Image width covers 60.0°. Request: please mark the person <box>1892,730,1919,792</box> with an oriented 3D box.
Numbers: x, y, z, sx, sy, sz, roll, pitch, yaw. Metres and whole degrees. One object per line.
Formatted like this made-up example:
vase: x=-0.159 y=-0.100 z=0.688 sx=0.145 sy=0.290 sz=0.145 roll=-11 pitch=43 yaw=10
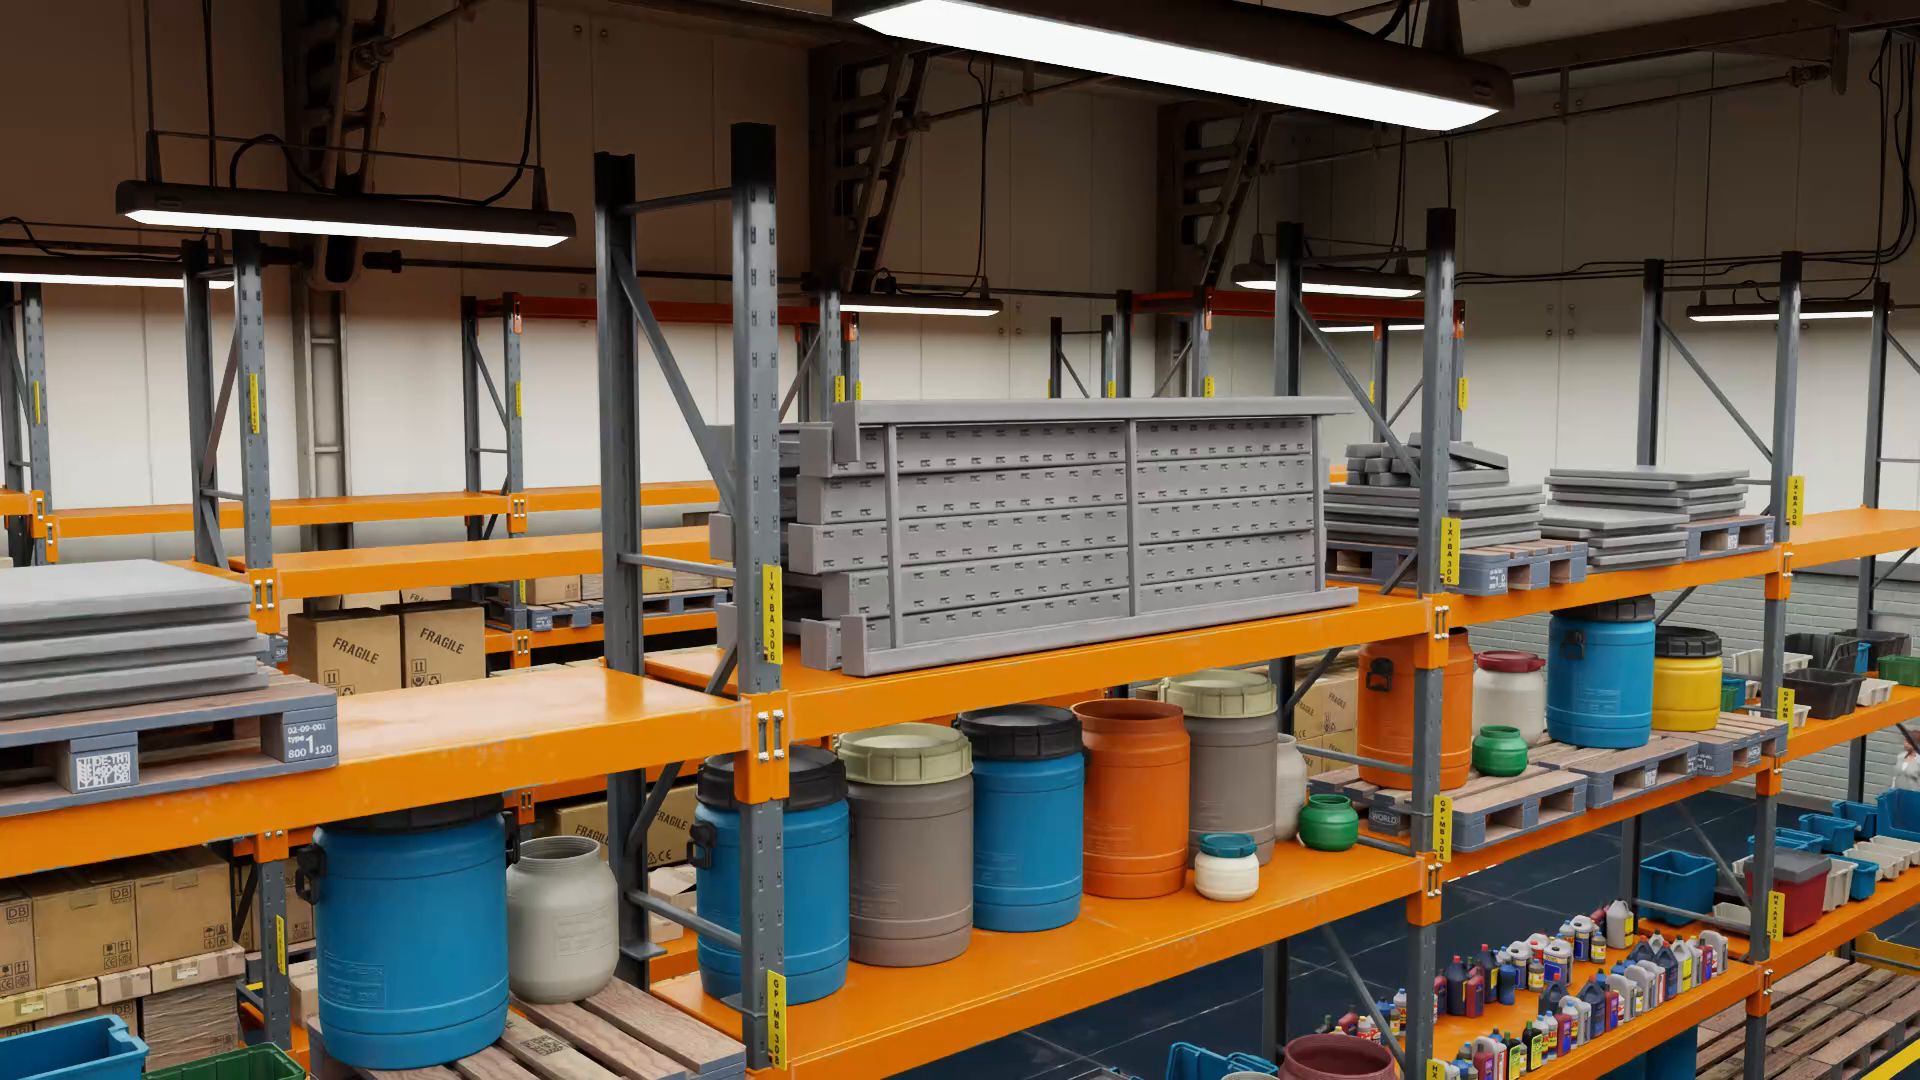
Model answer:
person: x=9.797 y=2.756 z=17.109 sx=0.351 sy=1.607 sz=0.473 roll=-4 pitch=7 yaw=-34
